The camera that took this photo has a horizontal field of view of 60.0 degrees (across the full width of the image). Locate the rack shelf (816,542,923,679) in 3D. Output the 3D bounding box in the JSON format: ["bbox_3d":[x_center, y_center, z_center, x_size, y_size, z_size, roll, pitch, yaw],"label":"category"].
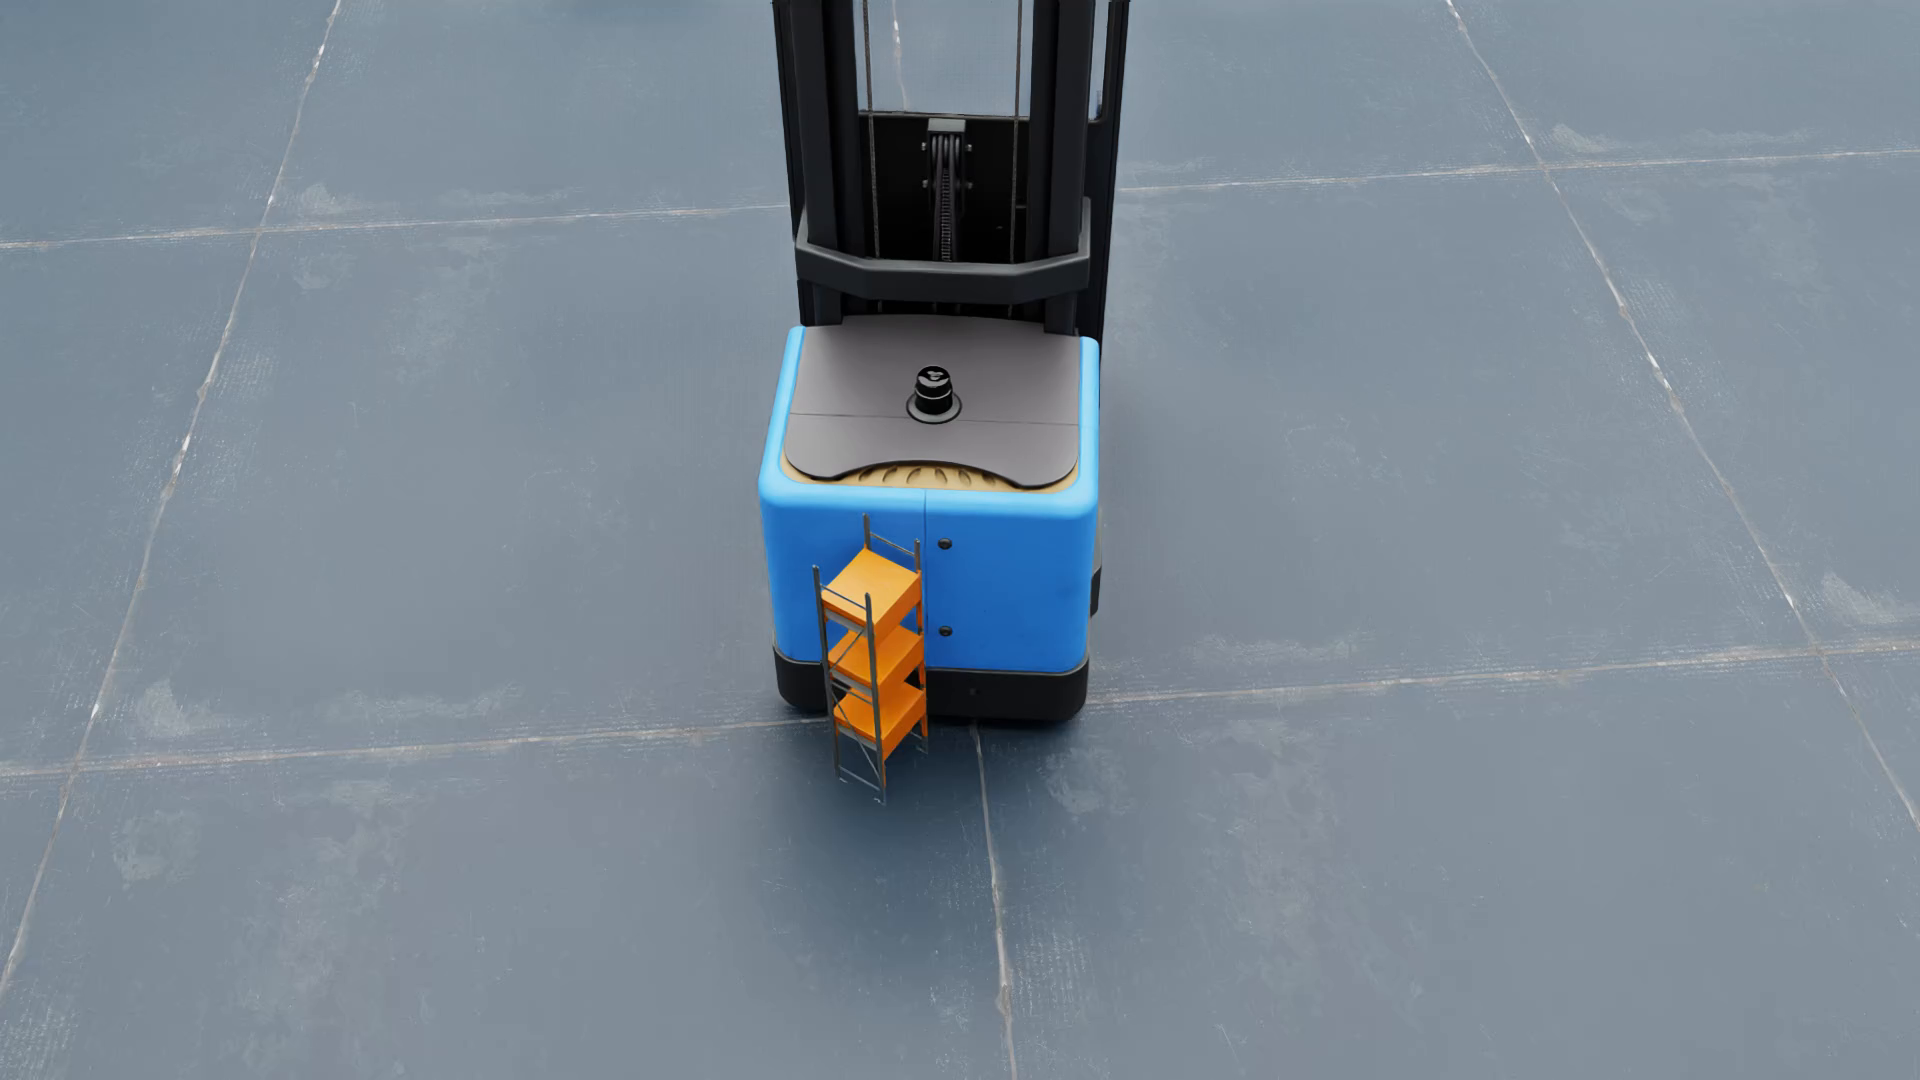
[{"bbox_3d":[-0.265,0.210,4.950,0.215,0.259,0.240,26,53,22],"label":"rack shelf"}]

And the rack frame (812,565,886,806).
[{"bbox_3d":[-0.331,0.470,5.082,0.200,1.050,0.008,26,53,22],"label":"rack frame"}]

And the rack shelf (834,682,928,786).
[{"bbox_3d":[-0.261,0.591,5.362,0.215,0.259,0.240,26,53,22],"label":"rack shelf"}]

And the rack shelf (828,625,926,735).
[{"bbox_3d":[-0.263,0.402,5.158,0.215,0.259,0.240,26,53,22],"label":"rack shelf"}]

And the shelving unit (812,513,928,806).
[{"bbox_3d":[-0.263,0.395,5.150,0.215,1.050,0.252,26,53,22],"label":"shelving unit"}]

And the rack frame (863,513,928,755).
[{"bbox_3d":[-0.195,0.320,5.219,0.200,1.050,0.008,26,53,22],"label":"rack frame"}]

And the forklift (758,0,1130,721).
[{"bbox_3d":[-0.013,-1.468,5.622,1.130,2.935,3.031,3,47,2],"label":"forklift"}]
